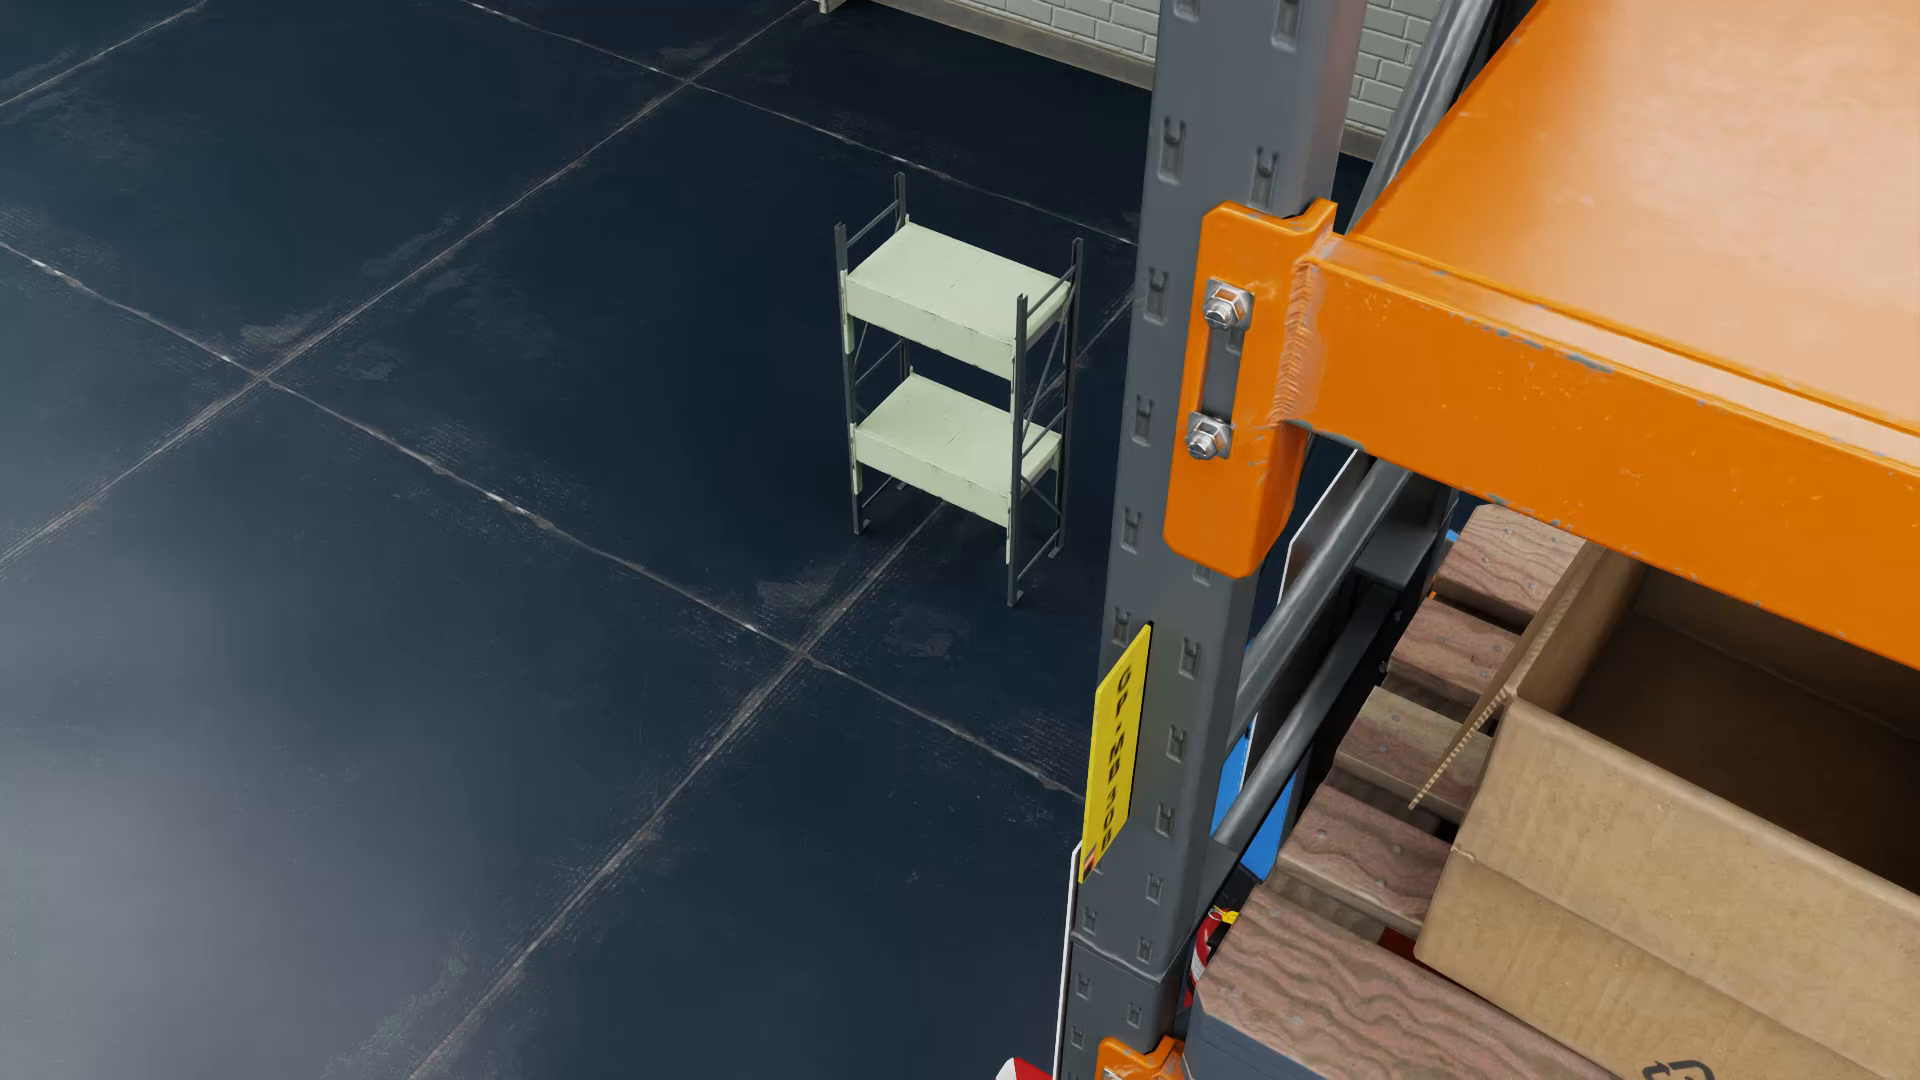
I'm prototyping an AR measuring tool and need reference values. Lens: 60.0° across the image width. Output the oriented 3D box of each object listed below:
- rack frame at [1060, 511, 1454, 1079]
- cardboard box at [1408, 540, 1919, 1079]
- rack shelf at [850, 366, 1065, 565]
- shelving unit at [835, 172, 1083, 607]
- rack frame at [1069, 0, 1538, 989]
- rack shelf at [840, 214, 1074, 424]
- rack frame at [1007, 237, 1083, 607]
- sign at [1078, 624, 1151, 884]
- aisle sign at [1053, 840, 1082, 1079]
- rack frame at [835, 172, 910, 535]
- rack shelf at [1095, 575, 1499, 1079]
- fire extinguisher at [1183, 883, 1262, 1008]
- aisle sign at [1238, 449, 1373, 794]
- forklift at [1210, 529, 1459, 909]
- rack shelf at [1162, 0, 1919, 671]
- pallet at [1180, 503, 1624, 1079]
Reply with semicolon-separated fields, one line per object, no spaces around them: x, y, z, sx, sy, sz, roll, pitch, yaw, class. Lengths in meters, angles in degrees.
0.460;1.268;3.426;0.127;3.000;1.000;25;51;22;rack frame
0.941;0.217;1.894;0.637;0.503;0.797;28;52;25;cardboard box
-0.006;-0.298;6.448;0.720;0.370;0.431;25;51;22;rack shelf
-0.006;-0.525;6.215;0.755;1.500;0.431;25;51;22;shelving unit
0.460;-0.822;1.274;0.127;3.000;1.000;25;51;22;rack frame
-0.006;-0.797;5.935;0.720;0.370;0.431;25;51;22;rack shelf
0.302;-0.384;6.077;0.023;1.500;0.400;25;51;22;rack frame
0.155;0.224;1.685;0.005;0.325;0.100;25;51;22;sign
0.239;0.522;2.339;0.004;0.787;0.394;25;51;22;aisle sign
-0.314;-0.667;6.352;0.023;1.500;0.400;25;51;22;rack frame
2.143;1.248;1.856;4.000;0.370;1.077;25;51;22;rack shelf
0.611;0.969;3.771;0.183;0.674;0.296;25;51;22;fire extinguisher
0.563;0.160;2.691;0.004;0.787;0.394;25;51;22;aisle sign
2.119;0.647;4.077;1.130;2.935;3.031;-33;54;-28;forklift
2.143;0.342;0.923;4.000;0.370;1.077;25;51;22;rack shelf
1.041;0.543;2.101;1.213;0.211;1.003;25;51;22;pallet
